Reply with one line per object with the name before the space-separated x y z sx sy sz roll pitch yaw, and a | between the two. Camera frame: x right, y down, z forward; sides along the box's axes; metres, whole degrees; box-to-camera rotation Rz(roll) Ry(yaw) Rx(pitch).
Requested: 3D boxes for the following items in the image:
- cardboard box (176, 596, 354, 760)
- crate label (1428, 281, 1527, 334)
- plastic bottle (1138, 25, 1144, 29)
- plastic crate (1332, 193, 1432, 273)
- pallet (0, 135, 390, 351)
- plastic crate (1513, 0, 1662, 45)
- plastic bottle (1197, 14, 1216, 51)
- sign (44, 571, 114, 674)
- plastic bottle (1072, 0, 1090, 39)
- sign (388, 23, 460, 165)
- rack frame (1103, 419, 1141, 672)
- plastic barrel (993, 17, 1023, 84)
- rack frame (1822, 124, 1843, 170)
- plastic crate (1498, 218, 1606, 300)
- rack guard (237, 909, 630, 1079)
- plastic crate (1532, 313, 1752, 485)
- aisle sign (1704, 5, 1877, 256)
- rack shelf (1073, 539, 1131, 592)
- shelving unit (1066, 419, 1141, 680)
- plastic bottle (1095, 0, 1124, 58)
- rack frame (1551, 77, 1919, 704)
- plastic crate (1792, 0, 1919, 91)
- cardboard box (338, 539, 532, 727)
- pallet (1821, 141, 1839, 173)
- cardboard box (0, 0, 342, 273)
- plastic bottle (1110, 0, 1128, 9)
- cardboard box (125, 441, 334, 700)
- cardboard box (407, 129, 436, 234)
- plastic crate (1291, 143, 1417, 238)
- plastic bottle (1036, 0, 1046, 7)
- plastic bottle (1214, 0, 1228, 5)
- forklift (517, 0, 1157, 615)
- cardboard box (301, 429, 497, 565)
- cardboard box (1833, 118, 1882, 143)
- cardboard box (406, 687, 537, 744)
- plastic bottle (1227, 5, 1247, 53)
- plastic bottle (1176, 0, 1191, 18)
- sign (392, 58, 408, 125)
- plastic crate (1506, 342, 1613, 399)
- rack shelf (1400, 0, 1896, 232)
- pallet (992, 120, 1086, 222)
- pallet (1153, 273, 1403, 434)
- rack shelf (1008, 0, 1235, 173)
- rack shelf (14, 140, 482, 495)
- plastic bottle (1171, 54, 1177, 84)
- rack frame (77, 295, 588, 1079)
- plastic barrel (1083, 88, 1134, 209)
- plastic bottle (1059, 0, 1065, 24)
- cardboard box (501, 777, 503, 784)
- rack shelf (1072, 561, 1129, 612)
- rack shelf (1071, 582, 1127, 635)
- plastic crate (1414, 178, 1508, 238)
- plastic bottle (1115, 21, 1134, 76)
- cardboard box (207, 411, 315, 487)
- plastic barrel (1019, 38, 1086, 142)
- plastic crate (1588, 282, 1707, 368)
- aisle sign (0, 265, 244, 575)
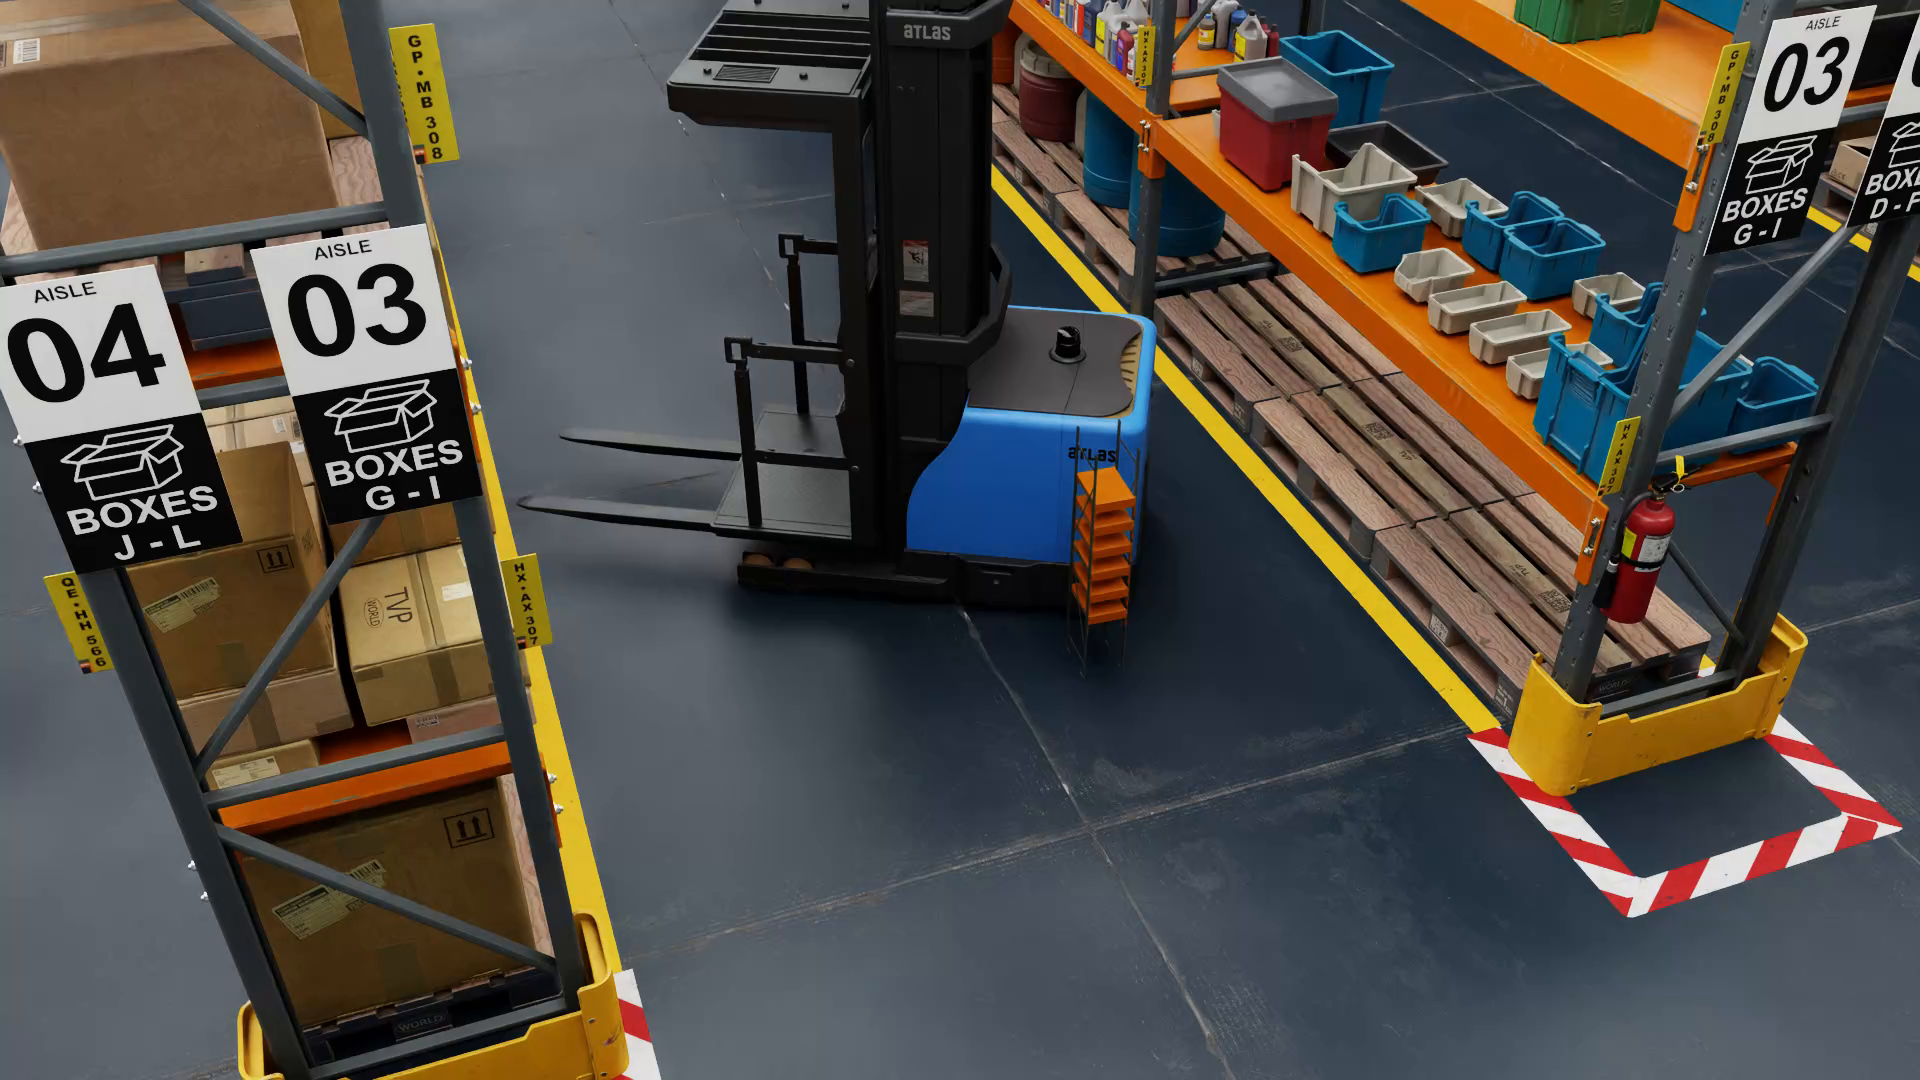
cardboard box | -2.171 0.389 5.117 0.500 0.250 0.500 -13 39 -17
crate label | 2.239 -1.019 7.279 0.396 0.136 0.243 -12 39 -16
plastic bottle | 1.064 -2.937 9.821 0.097 0.201 0.097 0 37 0
plastic crate | 1.948 -1.422 7.735 0.416 0.233 0.300 -12 39 -16
pallet | -2.021 -0.912 4.549 1.003 0.211 1.213 -12 39 -16
plastic crate | 2.288 -1.970 6.055 0.450 0.188 0.336 -12 39 -16
plastic bottle | 1.480 -3.049 9.970 0.097 0.201 0.097 0 37 0
sign | -2.270 0.215 4.313 0.100 0.325 0.005 -12 39 -16
plastic bottle | 0.780 -3.215 10.129 0.152 0.276 0.135 -12 39 -16
sign | -1.232 -1.023 3.830 0.100 0.325 0.005 -12 39 -16
rack frame | 0.695 0.043 7.195 0.006 1.200 0.240 -10 38 -13
plastic barrel | 0.326 -3.906 12.397 0.600 0.830 0.708 -12 39 -16
rack frame | 6.171 -3.641 10.591 1.000 3.000 0.127 -12 39 -16
plastic crate | 2.666 -1.267 7.528 0.416 0.233 0.300 -12 39 -16
rack guard | -1.747 1.679 5.605 1.175 0.500 0.348 -12 39 -16
plastic crate | 2.604 -0.547 6.404 0.616 0.435 0.499 -12 39 -16
aisle sign | 2.645 -1.295 5.316 0.394 0.787 0.004 -12 39 -16
rack shelf | 0.608 0.095 7.201 0.180 0.103 0.258 -10 38 -13
shelving unit | 0.608 0.059 7.174 0.189 1.200 0.258 -10 38 -13
plastic bottle | 0.895 -3.050 9.847 0.144 0.351 0.185 -12 39 -16
rack frame | 2.895 -0.358 6.232 1.000 3.000 0.127 -12 39 -16
plastic crate | 3.024 -1.779 5.735 0.497 0.269 0.590 -12 39 -16
cardboard box | -1.667 0.281 5.261 0.500 0.250 0.500 -13 39 -17
pallet | 5.855 -2.979 12.030 1.003 0.211 1.213 -12 39 -16
cardboard box | -1.985 -1.061 4.157 0.700 0.500 0.500 -15 39 -19
plastic bottle | 0.967 -3.184 10.025 0.144 0.351 0.185 -12 39 -16
cardboard box | -2.170 0.088 4.894 0.500 0.500 0.500 -12 39 -15
cardboard box | -3.679 -1.773 9.528 1.225 0.875 0.875 -14 39 -18
plastic crate | 1.871 -1.694 8.054 0.437 0.282 0.530 -12 39 -16
plastic bottle | 0.532 -3.547 10.562 0.061 0.283 0.133 -12 39 -16
plastic bottle | 1.577 -3.185 10.092 0.097 0.271 0.097 0 37 0
forklift | -0.617 -1.227 7.443 3.031 2.935 1.130 5 37 7
cardboard box | -1.839 -0.301 5.410 0.500 0.500 0.500 -13 39 -17
cardboard box | 6.233 -3.142 11.641 0.500 0.500 0.500 -14 39 -18
cardboard box | -1.568 0.499 5.304 0.380 0.149 0.250 -12 39 -15
plastic bottle | 1.657 -3.054 9.918 0.097 0.271 0.097 0 37 0
plastic bottle | 1.398 -3.432 10.416 0.152 0.276 0.135 -12 39 -16
sign | -2.611 -2.086 7.740 0.100 0.325 0.005 -12 39 -16
plastic crate | 2.444 -0.700 6.856 0.396 0.136 0.243 -12 39 -16
rack shelf | 2.207 -2.399 7.046 1.077 0.370 4.000 -12 39 -16
pallet | 0.869 -2.639 11.578 1.003 0.211 1.213 -12 39 -16
pallet | 1.808 -1.097 9.531 1.003 0.211 1.213 -12 39 -16
rack shelf | 0.830 -3.460 10.949 1.077 0.370 4.000 -12 39 -16
rack shelf | -2.444 -1.373 5.685 1.077 0.370 4.000 -12 39 -16
plastic bottle | 1.190 -2.731 9.547 0.097 0.201 0.097 0 37 0
rack frame | -1.755 0.667 4.871 1.000 3.000 0.127 -12 39 -16
plastic barrel | 1.104 -2.658 10.681 0.600 0.901 0.708 -12 39 -16
plastic bottle | 0.668 -3.321 10.331 0.097 0.201 0.097 0 37 0
cardboard box | -2.364 0.489 6.524 0.875 0.875 0.875 -12 39 -16
rack shelf | 0.608 0.191 7.273 0.180 0.103 0.258 -10 38 -13
rack shelf | 0.608 0.286 7.345 0.180 0.103 0.258 -10 38 -13
plastic crate | 2.400 -1.615 8.070 0.293 0.136 0.466 -12 39 -16
plastic bottle | 0.957 -2.848 9.635 0.061 0.283 0.133 -12 39 -16
cardboard box | -2.521 -0.185 5.879 0.500 0.250 0.500 -14 39 -17
plastic barrel | 0.715 -3.171 11.622 0.600 0.588 0.708 -12 39 -16
plastic crate | 2.893 -0.895 7.034 0.416 0.233 0.300 -12 39 -16
aisle sign | -2.012 -0.268 3.952 0.394 0.787 0.004 -12 39 -16
